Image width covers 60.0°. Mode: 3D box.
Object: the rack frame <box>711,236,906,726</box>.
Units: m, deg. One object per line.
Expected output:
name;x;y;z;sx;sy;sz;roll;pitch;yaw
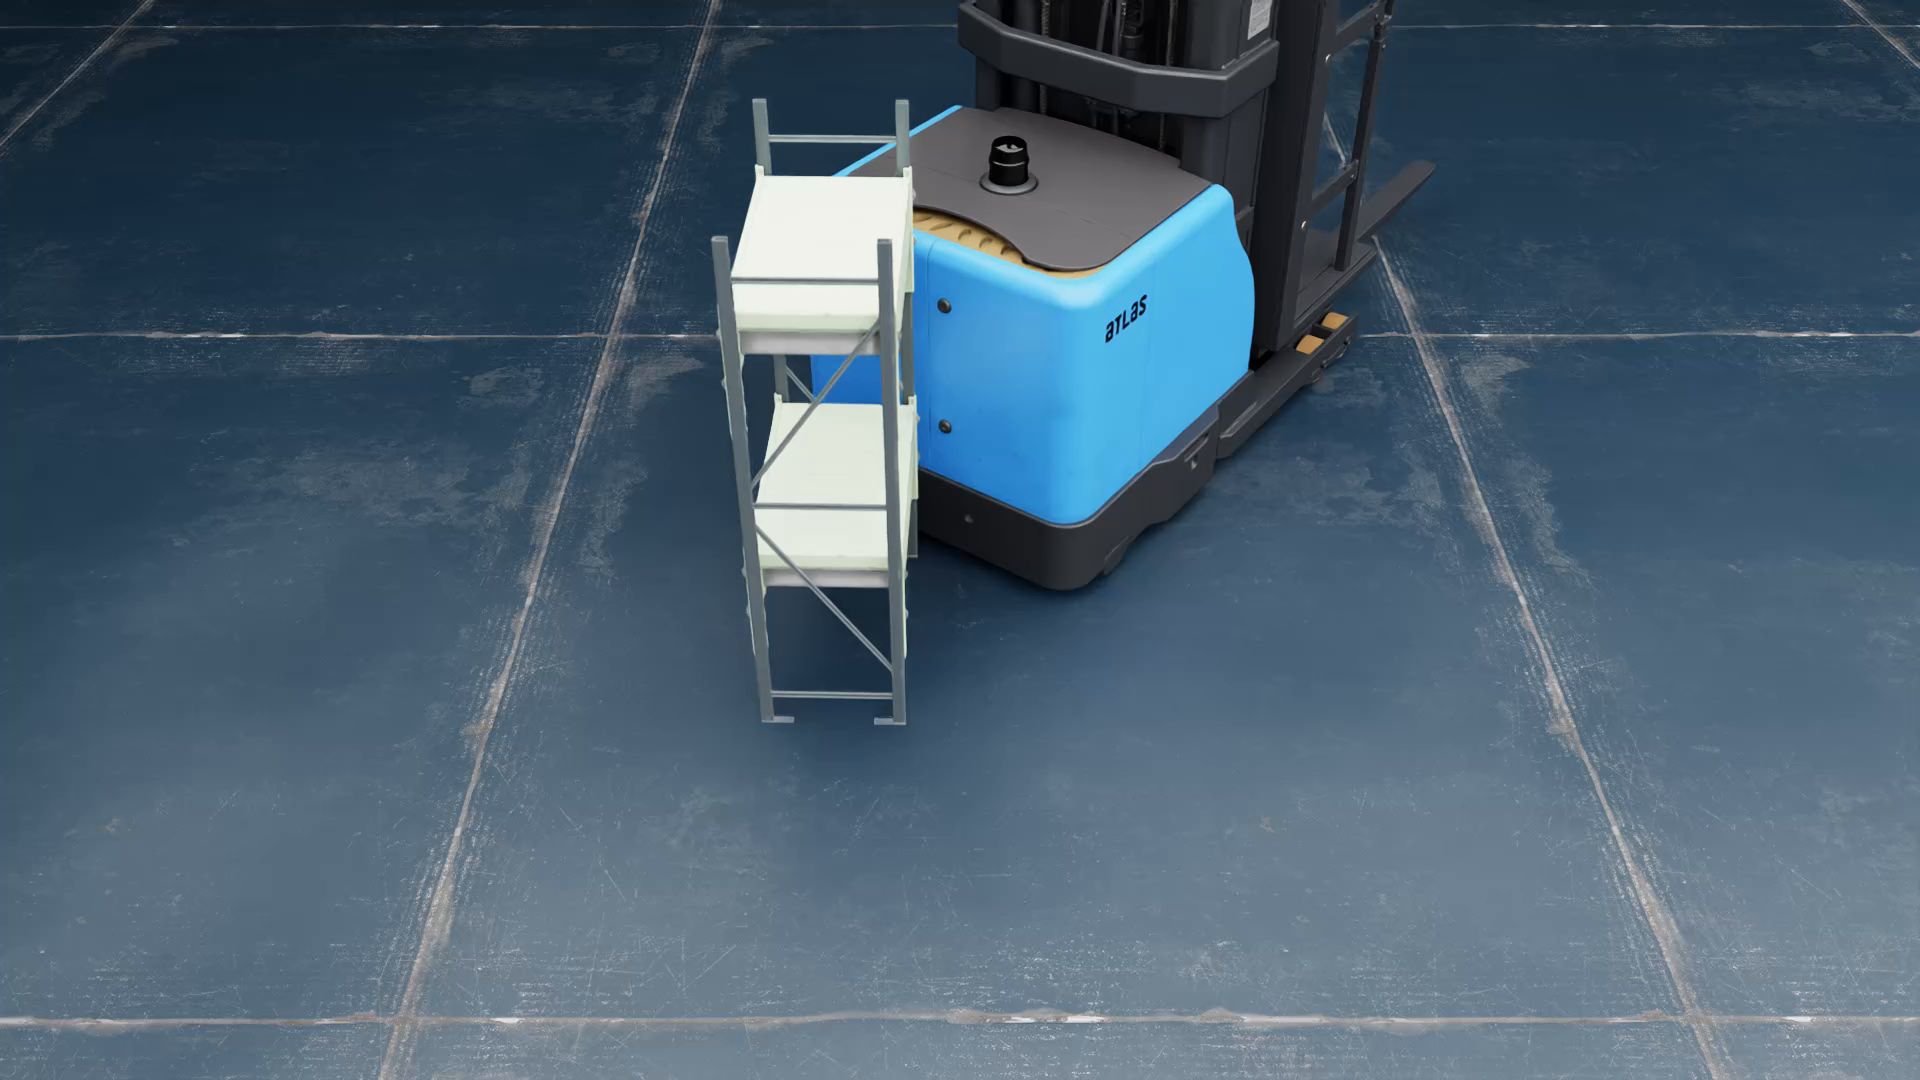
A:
rack frame;-0.350;-0.080;4.150;0.400;1.500;0.023;1;39;1

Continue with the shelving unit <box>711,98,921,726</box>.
shelving unit;-0.340;-0.309;4.436;0.431;1.500;0.755;1;39;1

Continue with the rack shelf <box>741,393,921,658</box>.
rack shelf;-0.340;-0.054;4.640;0.431;0.370;0.720;1;39;1

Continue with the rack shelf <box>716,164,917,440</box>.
rack shelf;-0.340;-0.613;4.192;0.431;0.370;0.720;1;39;1

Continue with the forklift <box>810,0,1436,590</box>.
forklift;0.793;-1.870;5.239;1.130;2.935;3.031;24;45;27

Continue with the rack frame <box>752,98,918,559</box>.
rack frame;-0.331;-0.537;4.721;0.400;1.500;0.023;1;39;1
